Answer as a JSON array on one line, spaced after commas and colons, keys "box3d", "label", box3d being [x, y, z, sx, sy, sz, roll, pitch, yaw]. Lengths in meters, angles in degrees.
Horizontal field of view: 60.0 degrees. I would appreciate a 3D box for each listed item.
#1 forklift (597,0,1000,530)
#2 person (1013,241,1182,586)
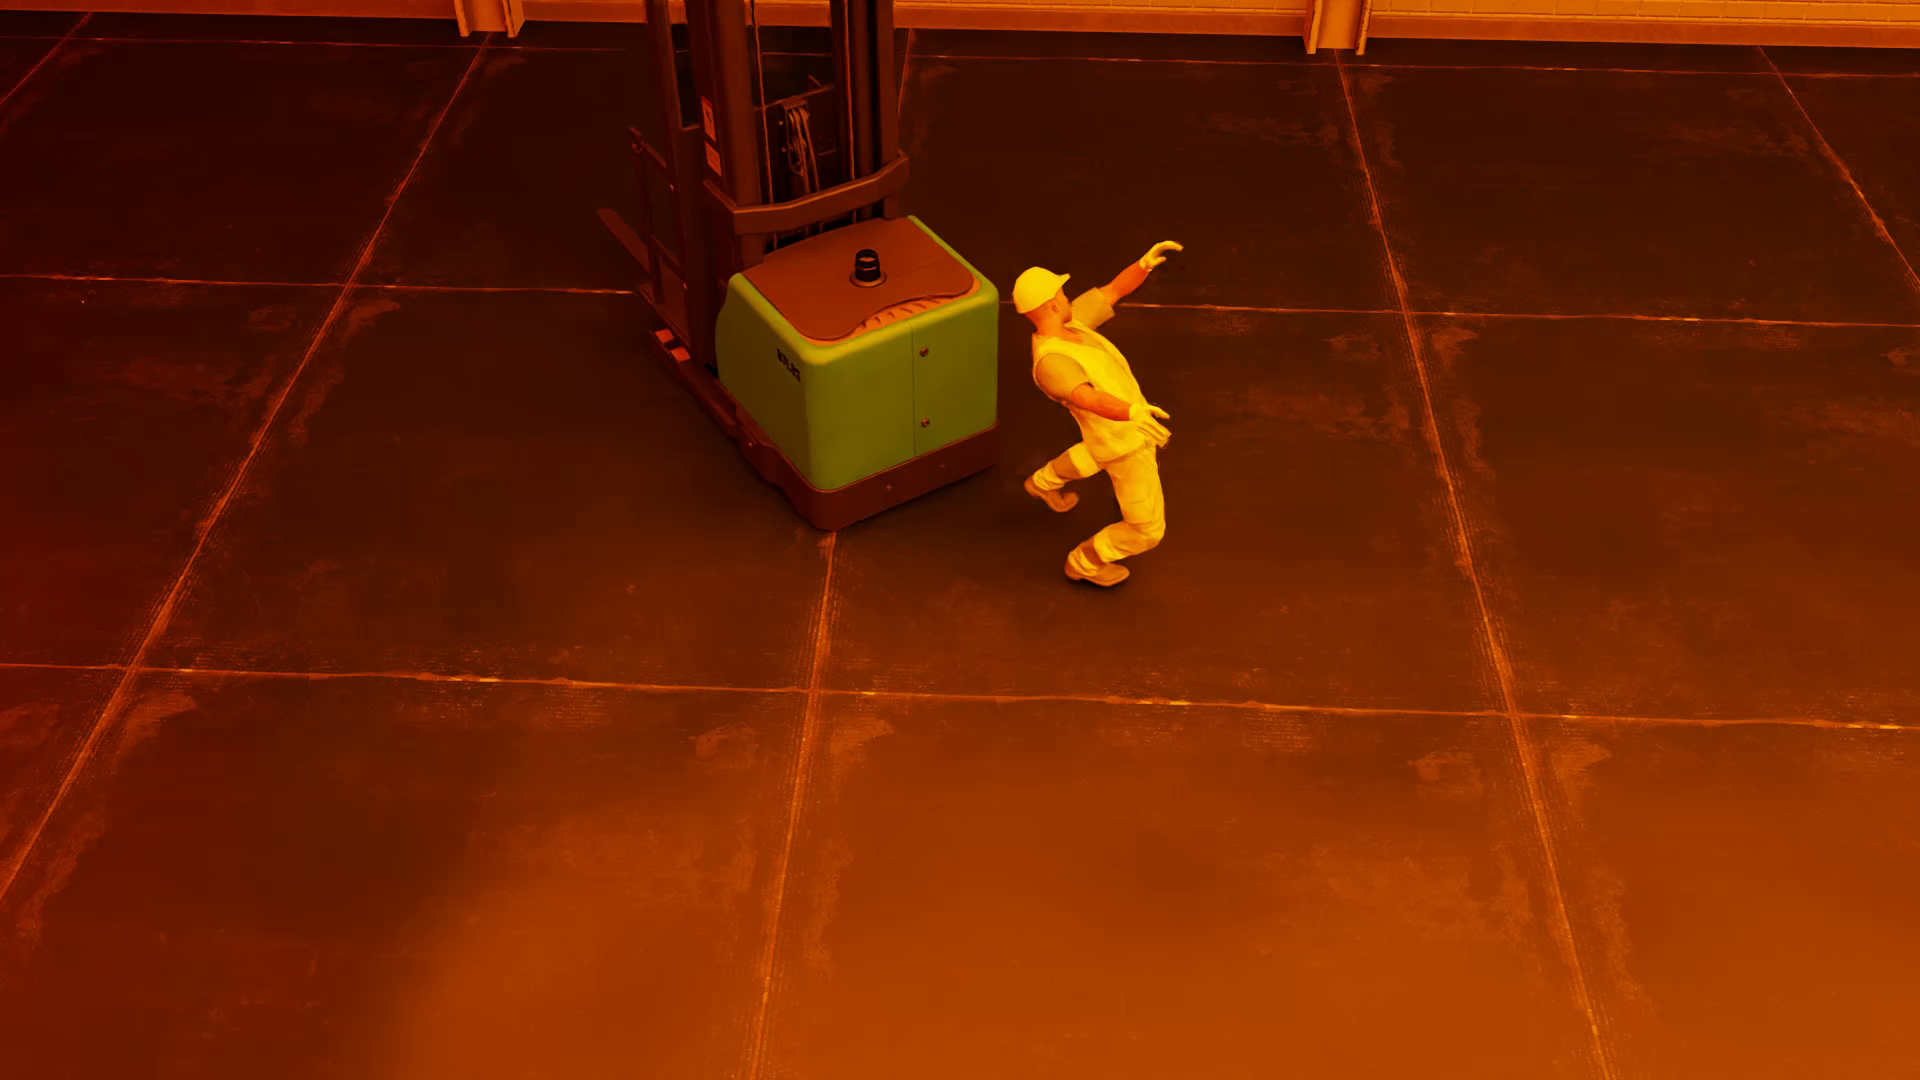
[{"box3d": [-1.020, -2.098, 8.040, 1.130, 2.935, 3.031, -23, 47, -23], "label": "forklift"}, {"box3d": [0.590, -0.415, 7.135, 0.700, 1.604, 1.081, -3, 42, -3], "label": "person"}]
